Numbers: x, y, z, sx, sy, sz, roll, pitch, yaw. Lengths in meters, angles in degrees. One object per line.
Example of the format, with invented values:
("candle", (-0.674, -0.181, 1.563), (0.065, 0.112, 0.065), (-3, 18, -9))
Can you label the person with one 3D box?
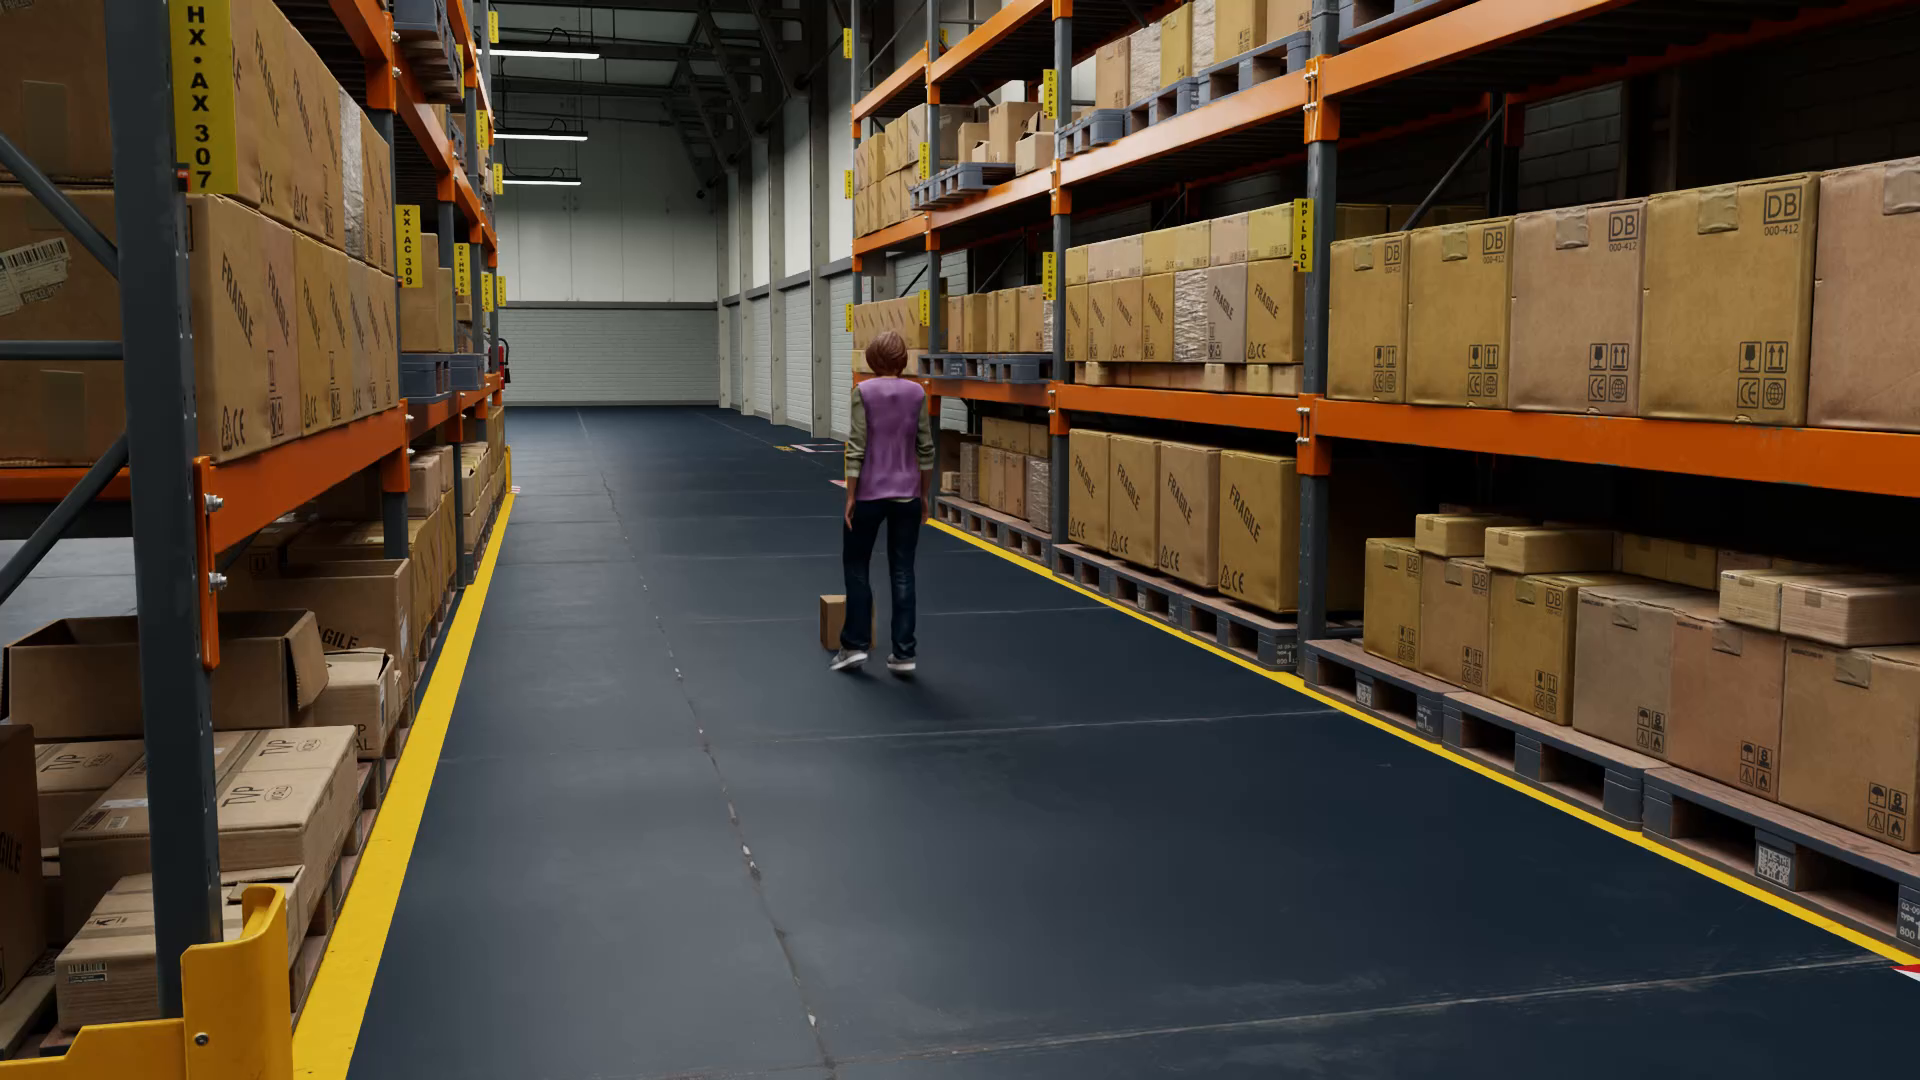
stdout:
("person", (-0.361, -0.162, 7.824), (0.450, 1.633, 0.493), (-2, 7, -20))
